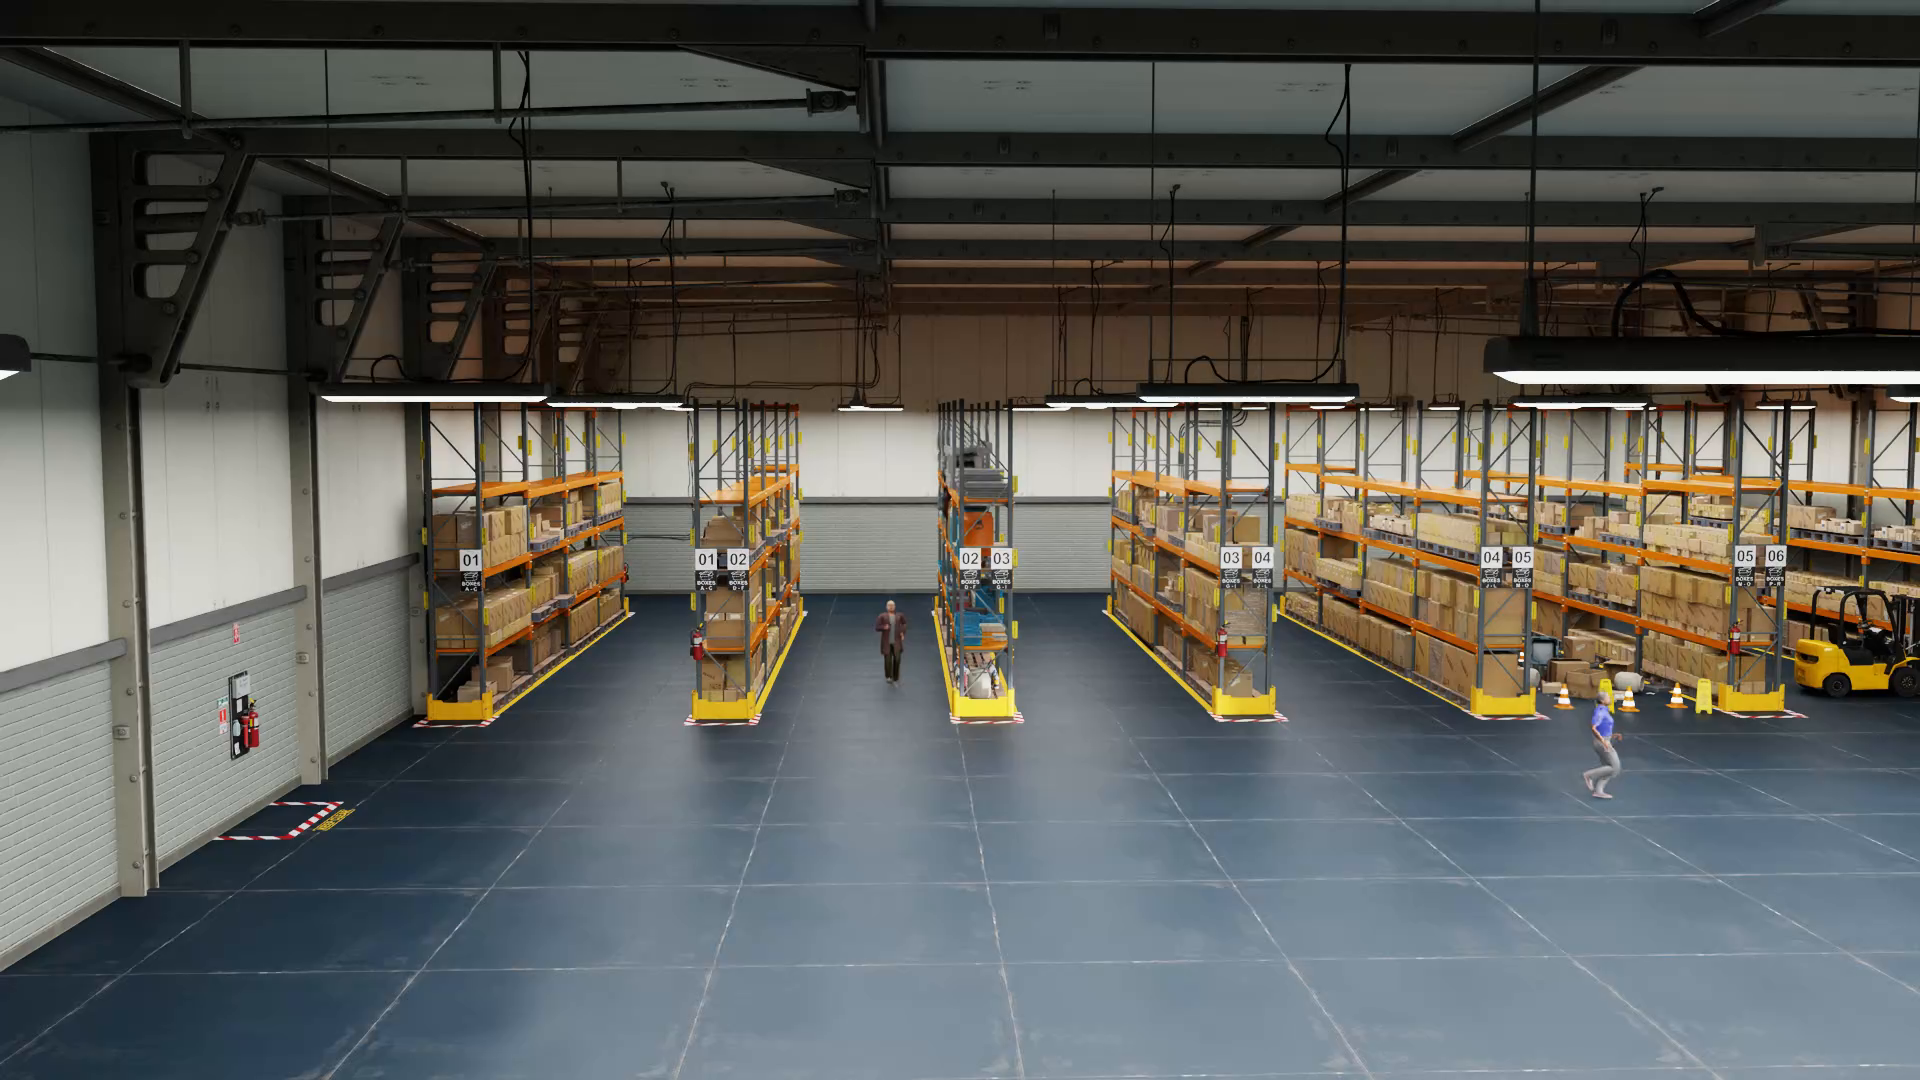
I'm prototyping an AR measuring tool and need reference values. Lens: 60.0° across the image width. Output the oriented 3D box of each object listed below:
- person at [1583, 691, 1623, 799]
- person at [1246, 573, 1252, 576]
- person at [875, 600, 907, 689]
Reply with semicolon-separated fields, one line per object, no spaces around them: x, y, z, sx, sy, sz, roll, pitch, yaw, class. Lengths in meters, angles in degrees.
9.573;3.046;24.747;0.559;1.611;0.575;1;5;19;person
8.467;1.216;48.337;0.725;1.771;0.779;-3;5;-38;person
-1.434;2.185;34.832;0.685;1.841;0.789;0;4;-6;person
